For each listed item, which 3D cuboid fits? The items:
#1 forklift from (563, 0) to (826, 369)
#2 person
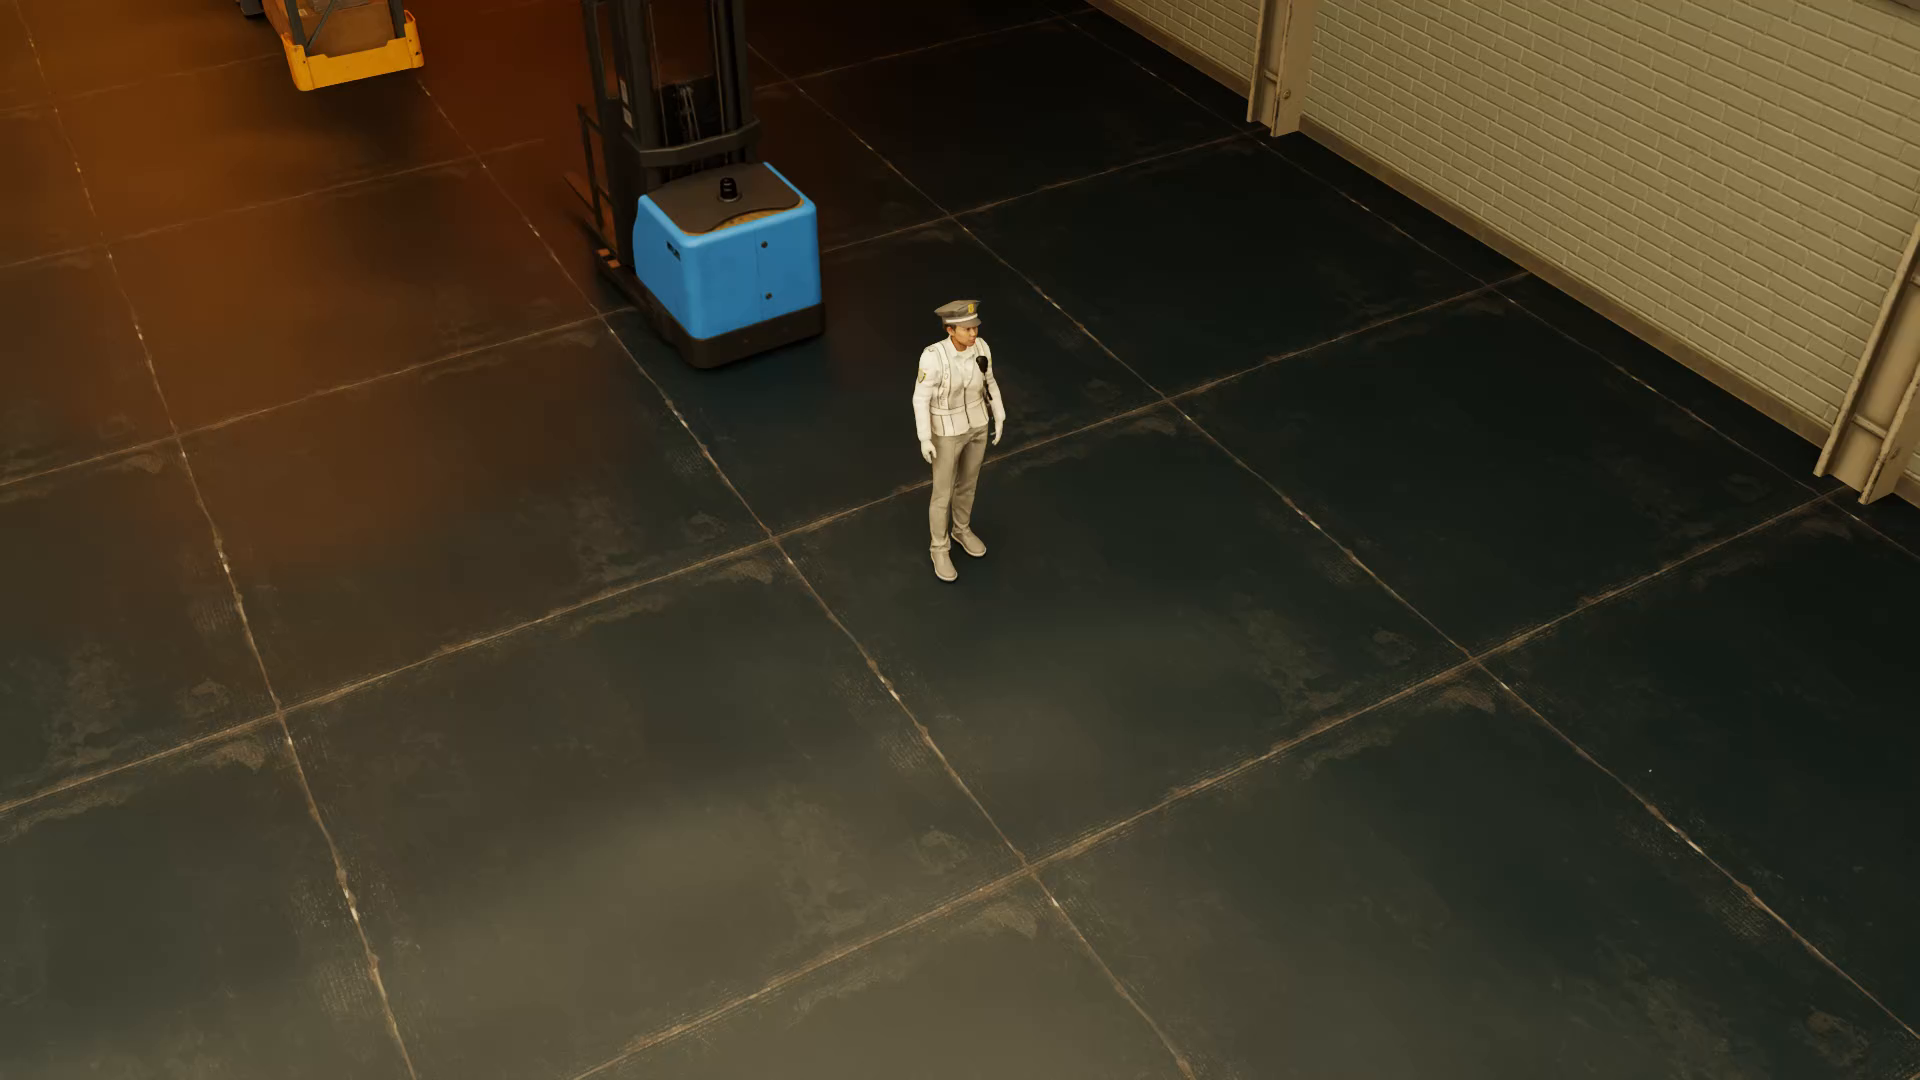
[{"bbox_3d":[-2.172,-3.246,11.950,1.130,2.935,3.031,-21,44,-24],"label":"forklift"},{"bbox_3d":[0.029,-0.618,9.738,0.588,1.695,0.531,-20,44,-23],"label":"person"}]
